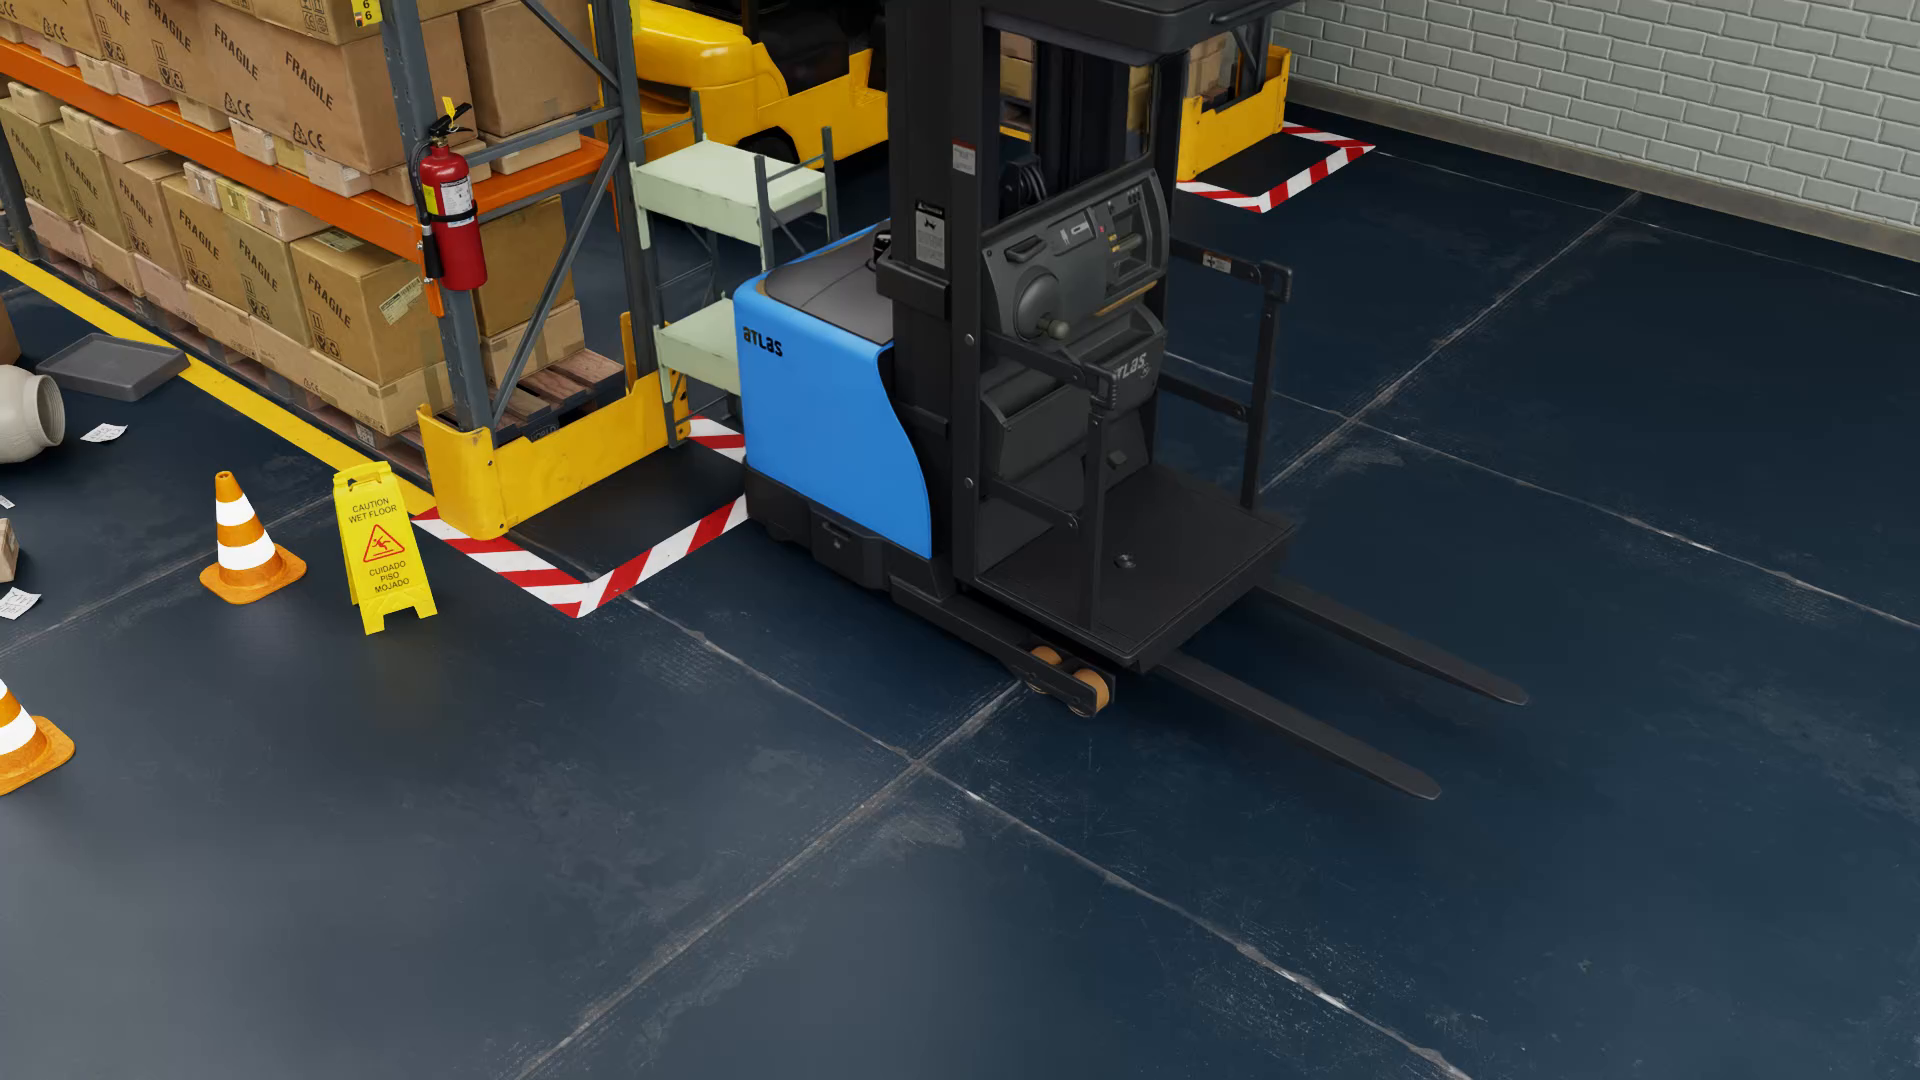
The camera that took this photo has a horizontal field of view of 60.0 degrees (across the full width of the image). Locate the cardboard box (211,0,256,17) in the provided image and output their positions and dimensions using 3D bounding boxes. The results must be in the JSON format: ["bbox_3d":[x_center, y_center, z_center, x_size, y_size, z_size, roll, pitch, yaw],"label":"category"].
[{"bbox_3d":[-2.543,-2.360,6.302,0.500,0.500,0.700,26,42,32],"label":"cardboard box"}]

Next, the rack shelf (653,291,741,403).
[{"bbox_3d":[-0.879,-0.723,7.038,0.720,0.370,0.431,23,41,32],"label":"rack shelf"}]

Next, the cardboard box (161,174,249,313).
[{"bbox_3d":[-3.196,-1.406,7.544,0.500,0.500,0.500,24,41,31],"label":"cardboard box"}]

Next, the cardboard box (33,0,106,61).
[{"bbox_3d":[-3.763,-2.480,7.361,0.500,0.500,0.500,25,42,31],"label":"cardboard box"}]

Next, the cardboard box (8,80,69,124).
[{"bbox_3d":[-4.363,-2.170,8.082,0.250,0.149,0.380,26,42,32],"label":"cardboard box"}]

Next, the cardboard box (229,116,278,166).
[{"bbox_3d":[-2.717,-1.672,6.757,0.250,0.149,0.380,26,42,33],"label":"cardboard box"}]

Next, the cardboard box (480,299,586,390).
[{"bbox_3d":[-2.070,-0.960,7.555,0.500,0.250,0.500,25,42,31],"label":"cardboard box"}]

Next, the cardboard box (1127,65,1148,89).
[{"bbox_3d":[0.972,-2.954,10.018,0.500,0.250,0.500,25,41,31],"label":"cardboard box"}]

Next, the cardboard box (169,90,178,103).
[{"bbox_3d":[-3.213,-2.008,7.247,0.250,0.149,0.380,25,42,32],"label":"cardboard box"}]

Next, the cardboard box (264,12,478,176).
[{"bbox_3d":[-2.220,-1.748,6.294,0.500,0.500,0.500,24,41,31],"label":"cardboard box"}]

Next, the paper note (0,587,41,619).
[{"bbox_3d":[-3.627,0.240,6.373,0.142,0.019,0.148,12,36,16],"label":"paper note"}]

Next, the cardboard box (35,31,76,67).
[{"bbox_3d":[-4.045,-2.342,7.733,0.250,0.149,0.380,27,43,33],"label":"cardboard box"}]

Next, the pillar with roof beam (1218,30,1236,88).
[{"bbox_3d":[-1.167,-4.913,5.954,0.400,9.000,9.100,25,42,32],"label":"pillar with roof beam"}]

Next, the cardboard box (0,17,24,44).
[{"bbox_3d":[-4.437,-2.530,8.006,0.250,0.149,0.380,27,43,33],"label":"cardboard box"}]

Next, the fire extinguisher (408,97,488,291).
[{"bbox_3d":[-1.834,-1.234,5.965,0.183,0.674,0.296,25,42,32],"label":"fire extinguisher"}]

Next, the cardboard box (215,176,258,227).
[{"bbox_3d":[-2.926,-1.496,7.102,0.250,0.149,0.380,26,42,33],"label":"cardboard box"}]

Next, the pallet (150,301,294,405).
[{"bbox_3d":[-3.220,-1.137,8.219,1.213,0.211,1.003,25,42,32],"label":"pallet"}]

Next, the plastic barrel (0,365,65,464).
[{"bbox_3d":[-4.183,-0.535,7.155,0.512,0.421,0.421,-6,35,-8],"label":"plastic barrel"}]

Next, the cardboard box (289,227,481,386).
[{"bbox_3d":[-2.409,-1.033,7.000,0.500,0.500,0.500,26,42,32],"label":"cardboard box"}]

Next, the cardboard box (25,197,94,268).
[{"bbox_3d":[-4.420,-1.665,8.582,0.500,0.250,0.500,23,41,30],"label":"cardboard box"}]

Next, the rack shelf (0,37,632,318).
[{"bbox_3d":[-3.164,-1.935,7.554,4.000,0.370,1.077,25,42,32],"label":"rack shelf"}]

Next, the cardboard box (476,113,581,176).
[{"bbox_3d":[-1.756,-1.617,6.677,0.250,0.149,0.380,25,42,32],"label":"cardboard box"}]

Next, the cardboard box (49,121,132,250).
[{"bbox_3d":[-4.001,-1.785,8.095,0.500,0.500,0.500,27,43,34],"label":"cardboard box"}]

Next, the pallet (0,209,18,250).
[{"bbox_3d":[-5.300,-2.088,9.604,1.213,0.211,1.003,25,42,32],"label":"pallet"}]

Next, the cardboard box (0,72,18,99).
[{"bbox_3d":[-5.660,-2.494,9.682,0.625,0.372,0.950,28,43,34],"label":"cardboard box"}]

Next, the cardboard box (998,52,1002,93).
[{"bbox_3d":[0.228,-3.110,10.687,0.500,0.250,0.500,26,42,32],"label":"cardboard box"}]

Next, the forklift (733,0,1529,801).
[{"bbox_3d":[0.564,-0.925,5.507,3.031,2.935,1.130,27,43,33],"label":"forklift"}]

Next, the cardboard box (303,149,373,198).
[{"bbox_3d":[-2.317,-1.490,6.491,0.250,0.149,0.380,25,42,31],"label":"cardboard box"}]

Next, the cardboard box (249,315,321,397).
[{"bbox_3d":[-2.813,-0.914,7.489,0.500,0.250,0.500,25,42,32],"label":"cardboard box"}]

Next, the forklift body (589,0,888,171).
[{"bbox_3d":[-1.078,-3.212,9.526,1.214,2.155,2.313,25,42,32],"label":"forklift body"}]

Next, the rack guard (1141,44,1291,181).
[{"bbox_3d":[1.565,-2.629,10.137,0.348,0.500,1.175,25,42,32],"label":"rack guard"}]

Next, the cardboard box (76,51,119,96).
[{"bbox_3d":[-3.687,-2.132,7.426,0.250,0.149,0.380,25,42,32],"label":"cardboard box"}]

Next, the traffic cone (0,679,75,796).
[{"bbox_3d":[-3.232,0.550,5.540,0.334,0.463,0.336,25,42,32],"label":"traffic cone"}]

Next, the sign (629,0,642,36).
[{"bbox_3d":[-1.280,-2.100,6.394,0.005,0.325,0.100,25,42,32],"label":"sign"}]

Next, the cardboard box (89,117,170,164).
[{"bbox_3d":[-3.758,-1.888,7.672,0.250,0.149,0.380,28,43,34],"label":"cardboard box"}]

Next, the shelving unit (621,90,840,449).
[{"bbox_3d":[-0.889,-0.994,6.858,0.755,1.500,0.431,23,41,32],"label":"shelving unit"}]

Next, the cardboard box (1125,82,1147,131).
[{"bbox_3d":[0.983,-2.741,10.149,0.500,0.250,0.500,26,42,32],"label":"cardboard box"}]

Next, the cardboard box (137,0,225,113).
[{"bbox_3d":[-2.984,-2.114,6.828,0.500,0.500,0.500,25,42,32],"label":"cardboard box"}]

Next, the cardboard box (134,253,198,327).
[{"bbox_3d":[-3.593,-1.285,8.030,0.500,0.250,0.500,25,41,31],"label":"cardboard box"}]

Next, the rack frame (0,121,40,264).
[{"bbox_3d":[-4.701,-2.956,8.405,0.127,3.000,1.000,25,42,32],"label":"rack frame"}]

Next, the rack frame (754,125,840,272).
[{"bbox_3d":[-0.605,-0.874,6.662,0.023,1.500,0.400,23,41,32],"label":"rack frame"}]

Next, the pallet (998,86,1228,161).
[{"bbox_3d":[0.932,-2.778,10.608,1.213,0.211,1.003,25,42,32],"label":"pallet"}]

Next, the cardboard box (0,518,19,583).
[{"bbox_3d":[-3.926,0.072,6.514,0.380,0.149,0.250,-12,36,-17],"label":"cardboard box"}]
